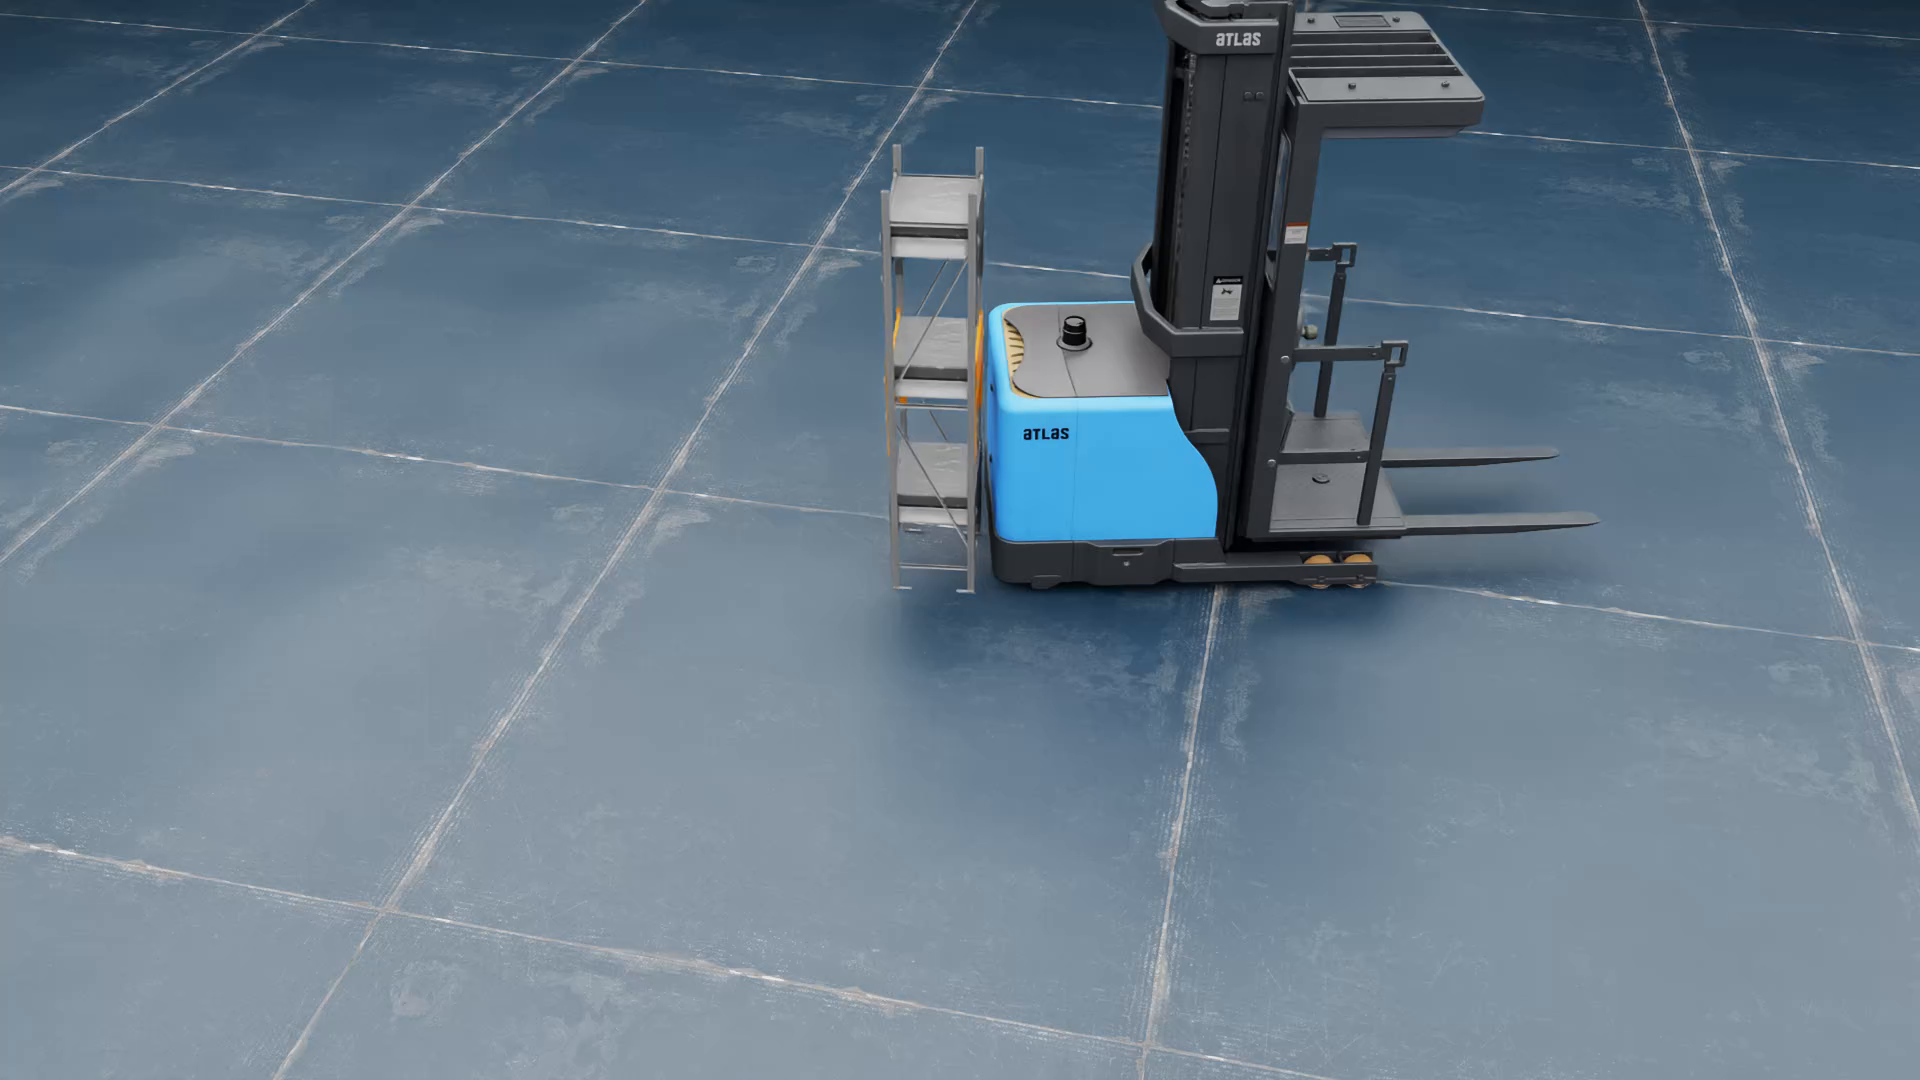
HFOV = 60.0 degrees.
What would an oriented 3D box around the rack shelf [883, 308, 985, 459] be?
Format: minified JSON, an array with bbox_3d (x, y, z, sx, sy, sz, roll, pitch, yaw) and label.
[{"bbox_3d":[-0.113,-0.733,7.765,0.431,0.518,0.480,2,36,3],"label":"rack shelf"}]

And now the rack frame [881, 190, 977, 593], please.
[{"bbox_3d":[-0.131,-0.601,7.560,0.400,2.100,0.015,2,36,3],"label":"rack frame"}]

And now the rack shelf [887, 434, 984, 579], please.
[{"bbox_3d":[-0.113,-0.166,8.176,0.431,0.518,0.480,2,36,3],"label":"rack shelf"}]

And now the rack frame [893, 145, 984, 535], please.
[{"bbox_3d":[-0.096,-0.887,7.954,0.400,2.100,0.015,2,36,3],"label":"rack frame"}]

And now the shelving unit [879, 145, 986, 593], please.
[{"bbox_3d":[-0.113,-0.744,7.757,0.431,2.100,0.503,2,36,3],"label":"shelving unit"}]

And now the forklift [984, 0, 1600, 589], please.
[{"bbox_3d":[1.660,-1.258,7.758,3.031,2.935,1.130,-1,36,-2],"label":"forklift"}]

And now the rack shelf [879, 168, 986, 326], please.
[{"bbox_3d":[-0.113,-1.299,7.354,0.431,0.518,0.480,2,36,3],"label":"rack shelf"}]
